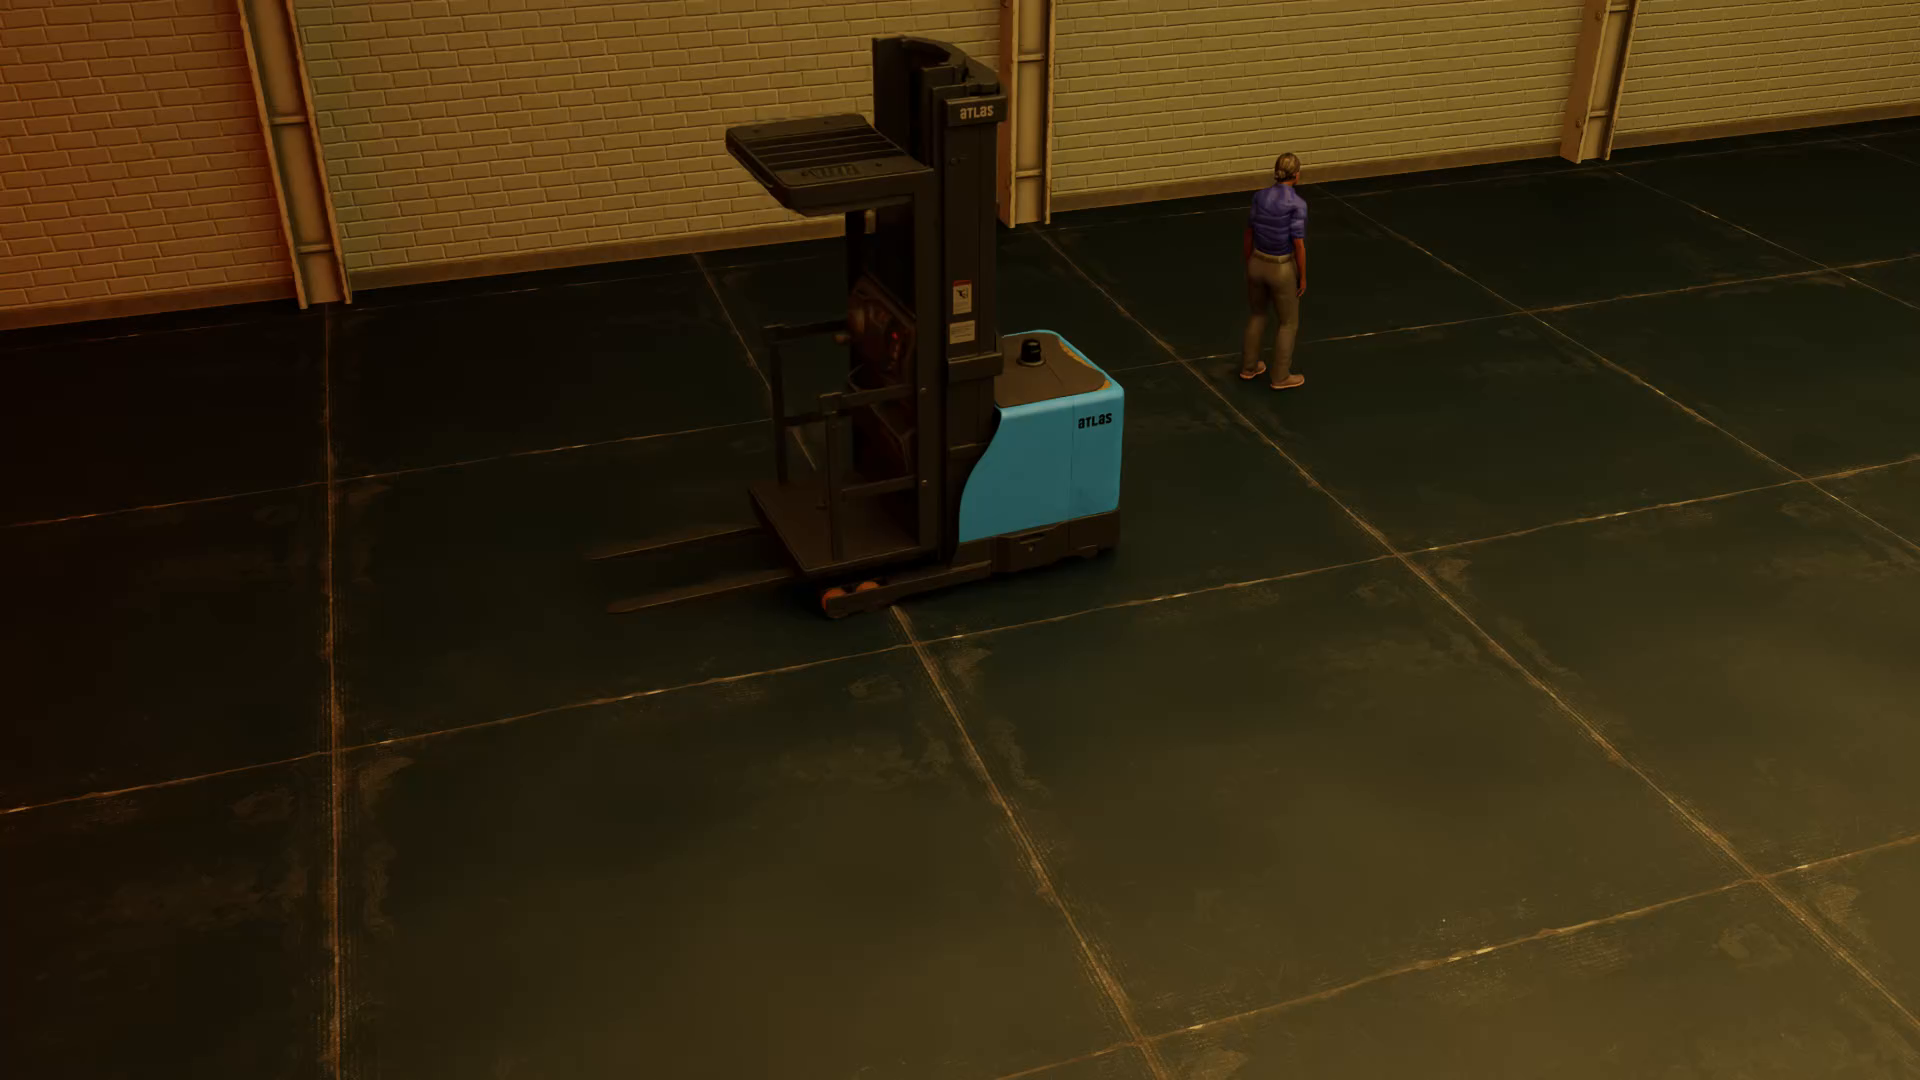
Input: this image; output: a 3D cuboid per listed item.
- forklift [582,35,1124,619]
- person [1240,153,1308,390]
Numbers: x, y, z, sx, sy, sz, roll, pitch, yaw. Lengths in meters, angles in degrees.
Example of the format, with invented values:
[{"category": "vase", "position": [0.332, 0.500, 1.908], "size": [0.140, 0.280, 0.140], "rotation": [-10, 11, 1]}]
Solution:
[{"category": "forklift", "position": [-0.621, -1.131, 9.053], "size": [3.031, 2.935, 1.130], "rotation": [-12, 32, -20]}, {"category": "person", "position": [2.209, -1.876, 11.631], "size": [0.509, 1.654, 0.348], "rotation": [25, 38, 36]}]
